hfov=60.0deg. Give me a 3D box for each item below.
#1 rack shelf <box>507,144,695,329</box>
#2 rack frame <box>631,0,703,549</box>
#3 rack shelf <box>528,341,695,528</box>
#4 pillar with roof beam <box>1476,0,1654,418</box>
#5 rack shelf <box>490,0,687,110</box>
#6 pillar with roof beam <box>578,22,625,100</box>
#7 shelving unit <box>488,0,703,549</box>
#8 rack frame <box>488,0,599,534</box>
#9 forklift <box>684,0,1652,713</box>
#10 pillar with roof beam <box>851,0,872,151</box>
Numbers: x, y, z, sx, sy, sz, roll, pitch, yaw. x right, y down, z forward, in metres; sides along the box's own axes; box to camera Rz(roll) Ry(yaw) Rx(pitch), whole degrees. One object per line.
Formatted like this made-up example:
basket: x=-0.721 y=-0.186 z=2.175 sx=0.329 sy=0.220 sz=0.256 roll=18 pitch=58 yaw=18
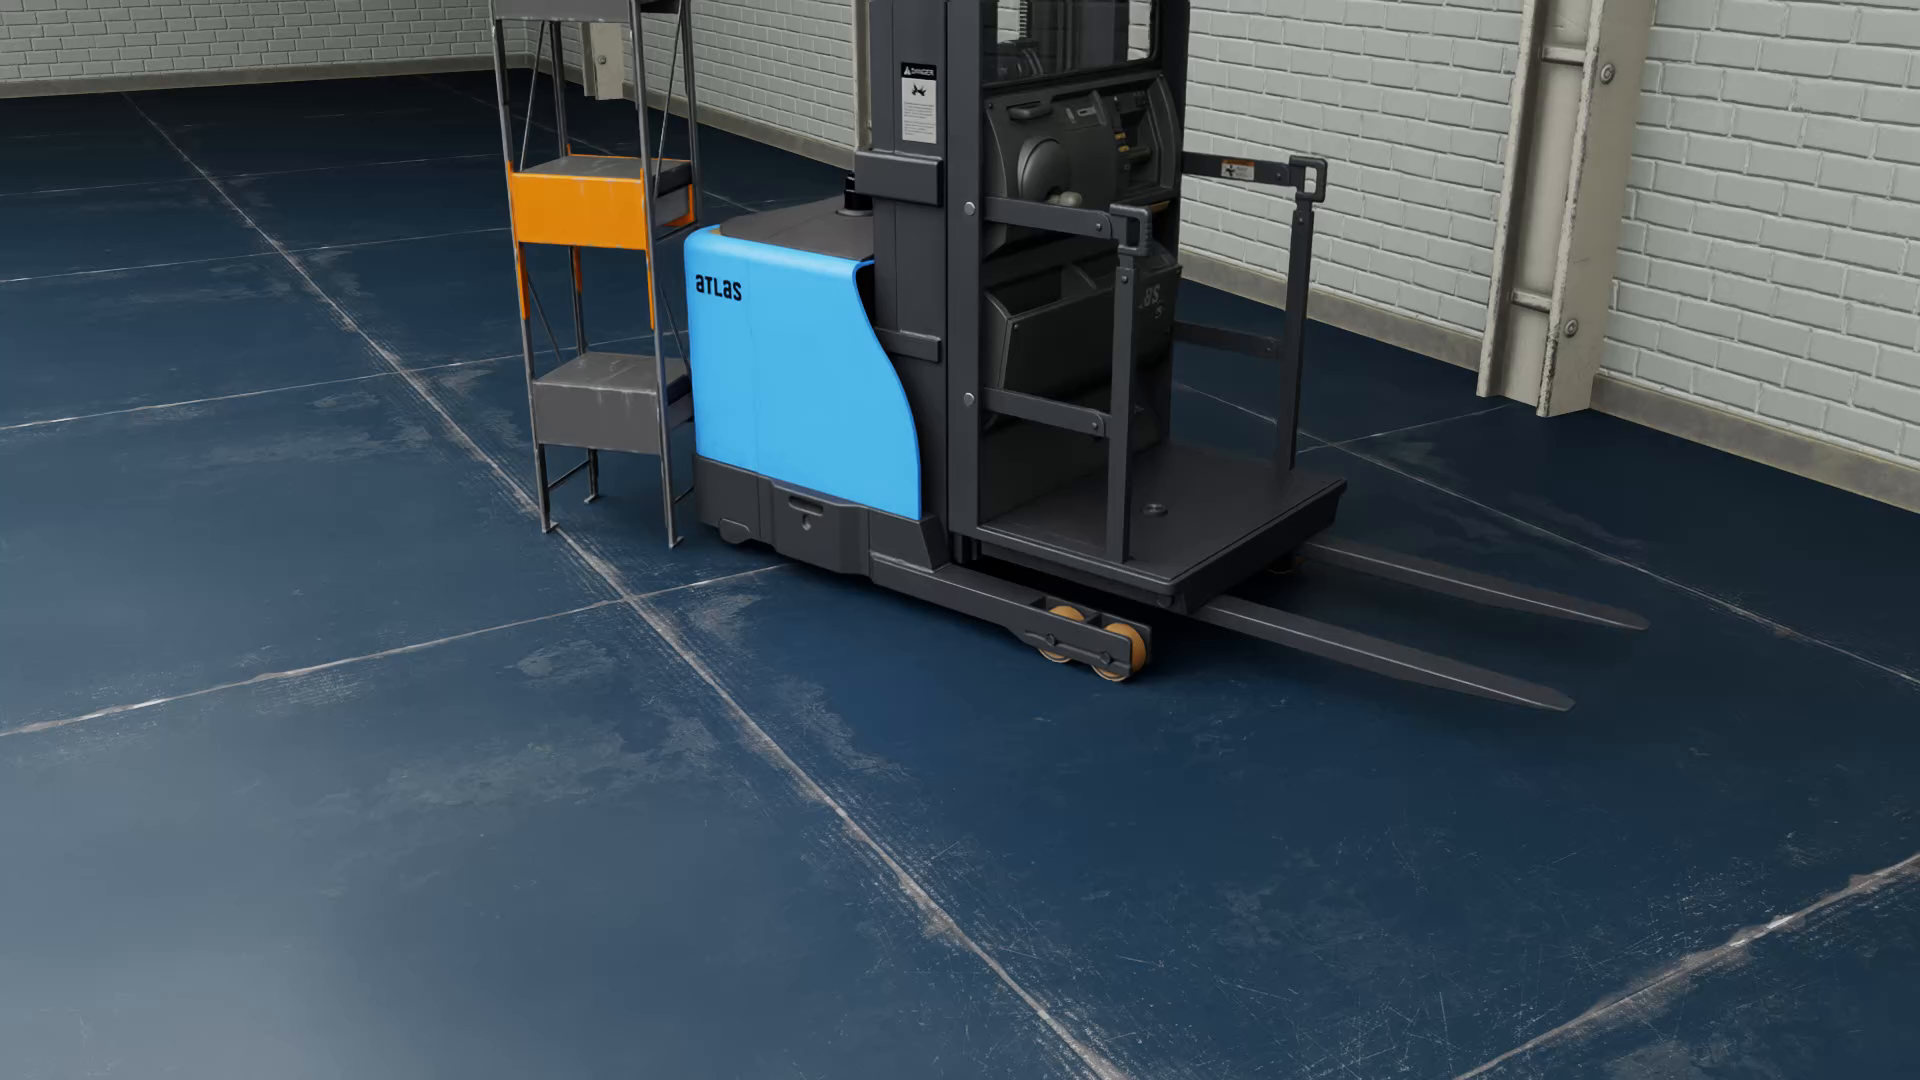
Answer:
rack shelf: x=-1.177 y=-1.029 z=5.590 sx=0.480 sy=0.518 sz=0.431 roll=6 pitch=23 yaw=15
rack frame: x=-0.942 y=-1.016 z=5.523 sx=0.015 sy=2.100 sz=0.400 roll=6 pitch=23 yaw=15
rack shelf: x=-1.177 y=-0.380 z=5.853 sx=0.480 sy=0.518 sz=0.431 roll=6 pitch=23 yaw=15
pillar with roof beam: x=-1.172 y=-3.956 z=3.594 sx=9.100 sy=9.000 sz=0.400 roll=-13 pitch=25 yaw=-28
rack shelf: x=-1.177 y=-1.677 z=5.326 sx=0.480 sy=0.518 sz=0.431 roll=6 pitch=23 yaw=15
pillar with roof beam: x=-7.302 y=-7.841 z=13.151 sx=9.100 sy=9.000 sz=0.400 roll=-13 pitch=25 yaw=-28
shelving unit: x=-1.177 y=-1.041 z=5.585 sx=0.503 sy=2.100 sz=0.431 roll=6 pitch=23 yaw=15
rack frame: x=-1.412 y=-1.066 z=5.646 sx=0.015 sy=2.100 sz=0.400 roll=6 pitch=23 yaw=15
forklift: x=0.544 y=-1.174 z=4.808 sx=3.031 sy=2.935 sz=1.130 roll=17 pitch=27 yaw=35
pillar with roof beam: x=-4.237 y=-5.898 z=8.372 sx=9.100 sy=9.000 sz=0.400 roll=-13 pitch=25 yaw=-28
